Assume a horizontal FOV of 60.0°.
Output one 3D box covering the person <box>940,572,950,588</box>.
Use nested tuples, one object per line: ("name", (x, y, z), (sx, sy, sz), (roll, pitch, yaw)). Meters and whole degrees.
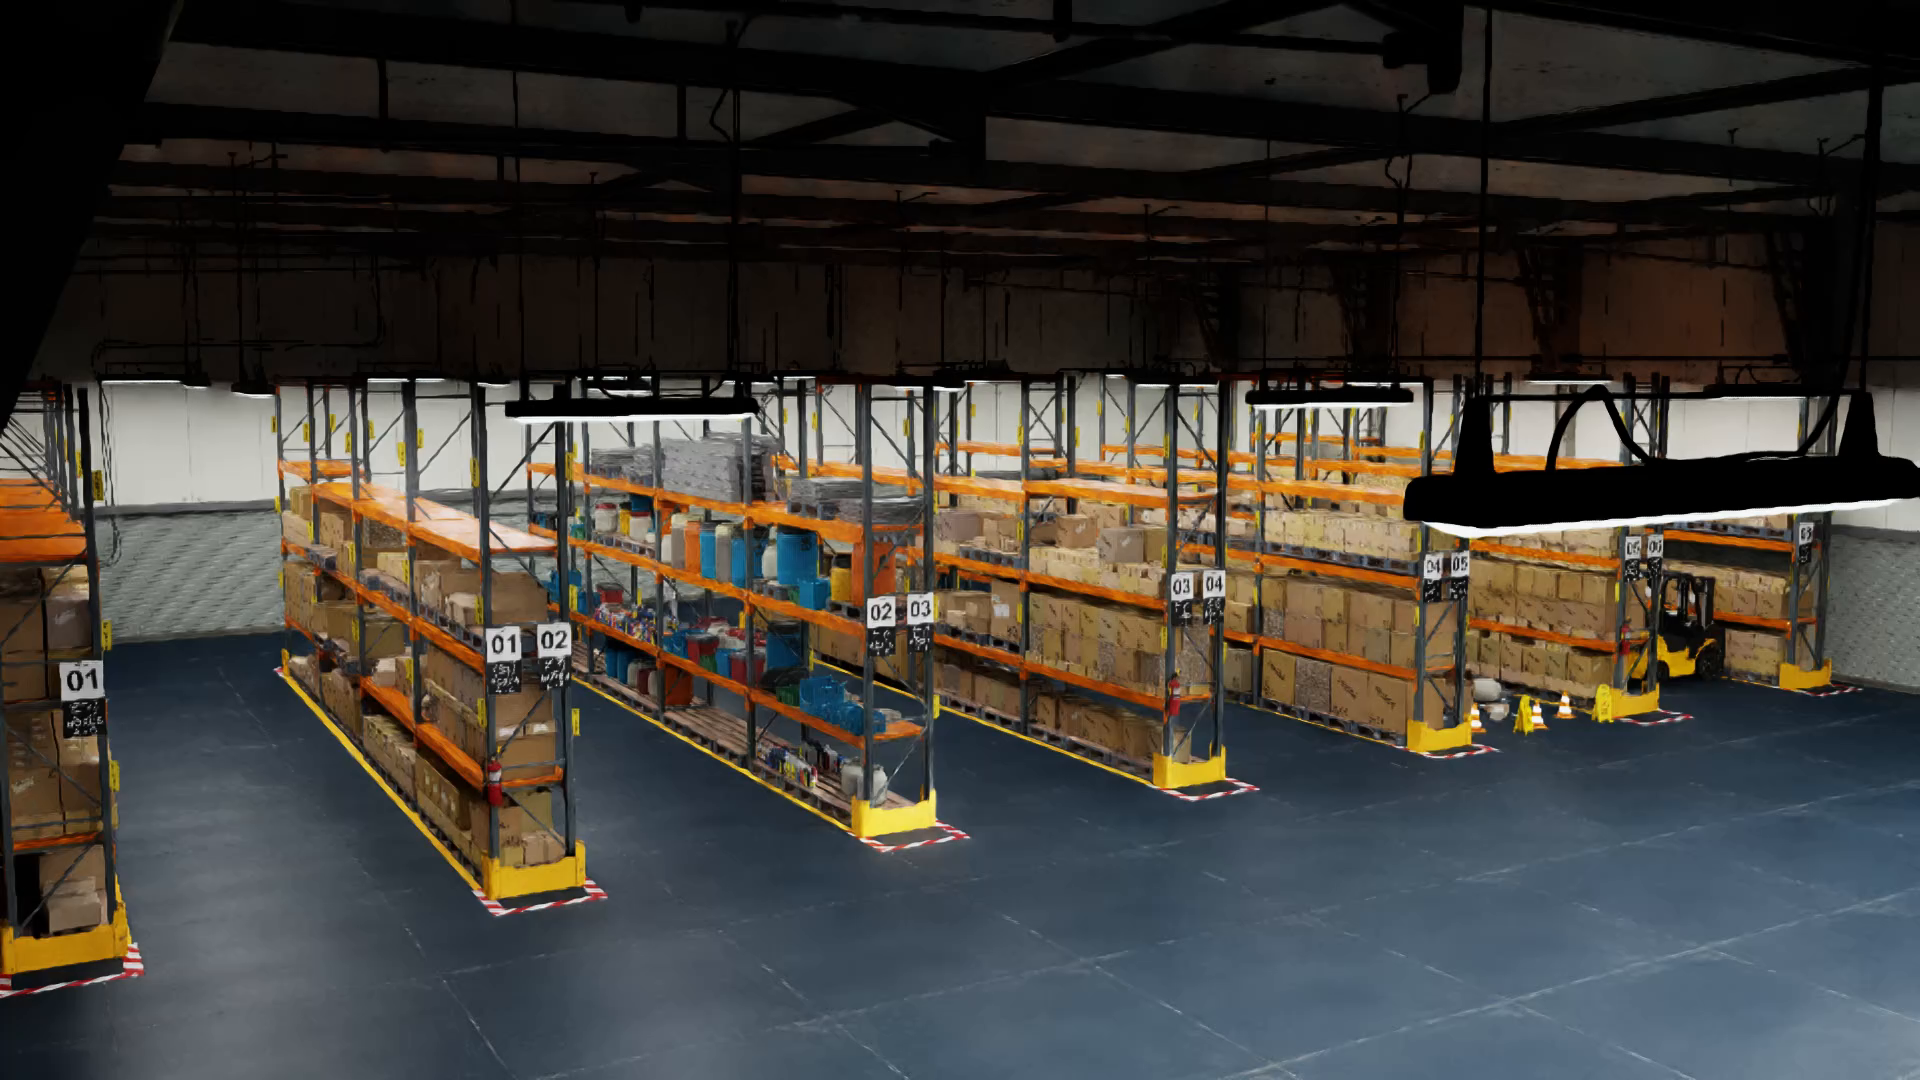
("person", (-0.364, 0.828, 43.171), (0.469, 1.584, 0.507), (1, 6, 8))

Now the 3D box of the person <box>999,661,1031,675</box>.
("person", (1.096, 1.820, 33.434), (0.736, 1.717, 0.904), (-3, 7, -25))

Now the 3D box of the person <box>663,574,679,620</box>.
("person", (-6.724, 1.345, 38.214), (0.456, 1.589, 1.088), (-3, 7, -28))
